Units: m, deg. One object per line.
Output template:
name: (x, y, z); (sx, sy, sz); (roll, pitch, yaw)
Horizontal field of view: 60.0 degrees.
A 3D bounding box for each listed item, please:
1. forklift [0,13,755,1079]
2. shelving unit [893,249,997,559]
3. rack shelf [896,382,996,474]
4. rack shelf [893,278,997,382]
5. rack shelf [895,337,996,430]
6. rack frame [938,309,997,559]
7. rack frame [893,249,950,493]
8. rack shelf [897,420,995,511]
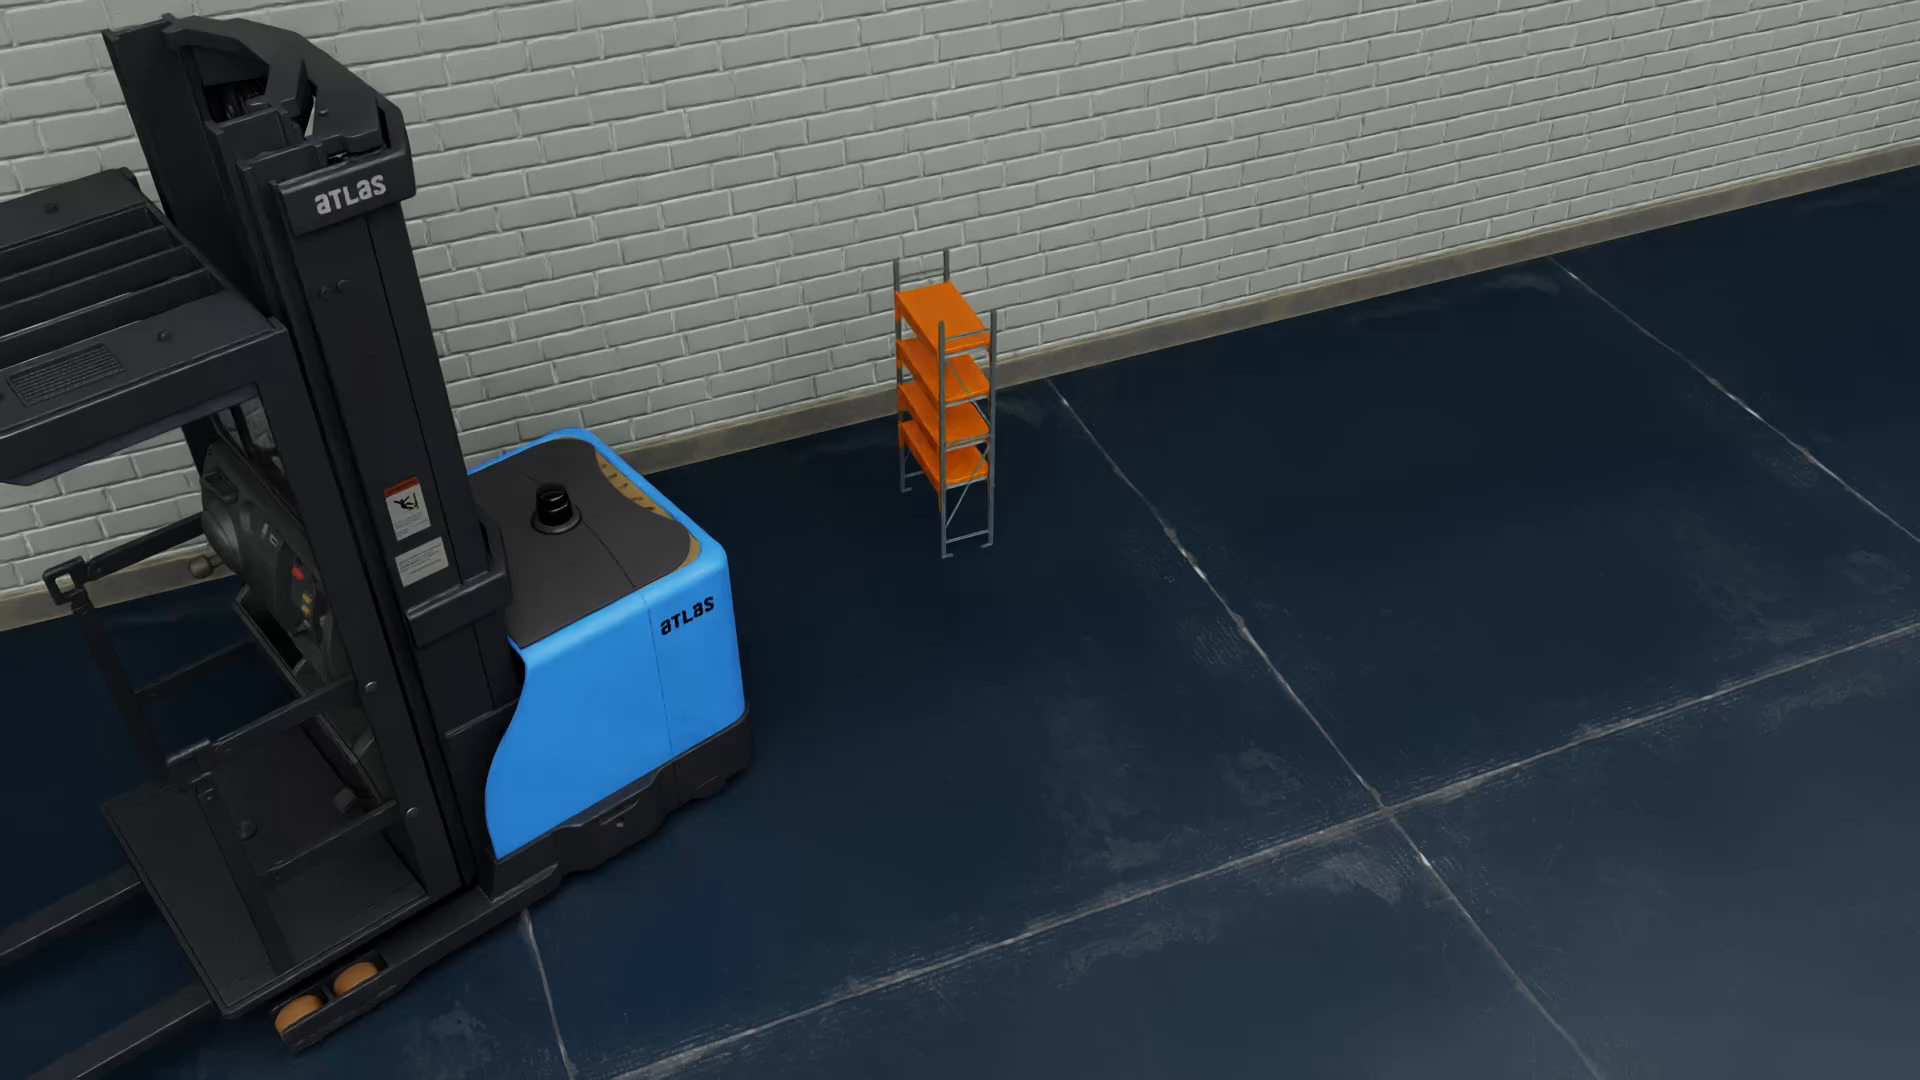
forklift: (-2.215, 0.129, 4.852); (3.031, 2.935, 1.130); (-29, 49, -30)
shelving unit: (-0.063, -0.555, 6.975); (0.258, 1.200, 0.503); (-15, 43, -17)
rack shelf: (-0.063, -0.504, 7.019); (0.258, 0.148, 0.480); (-15, 43, -17)
rack shelf: (-0.063, -0.853, 6.719); (0.258, 0.148, 0.480); (-15, 43, -17)
rack shelf: (-0.063, -0.673, 6.873); (0.258, 0.148, 0.480); (-15, 43, -17)
rack frame: (0.030, -0.408, 6.804); (0.240, 1.200, 0.015); (-15, 43, -17)
rack frame: (-0.157, -0.702, 7.146); (0.240, 1.200, 0.015); (-15, 43, -17)
rack shelf: (-0.063, -0.353, 7.148); (0.258, 0.148, 0.480); (-15, 43, -17)
